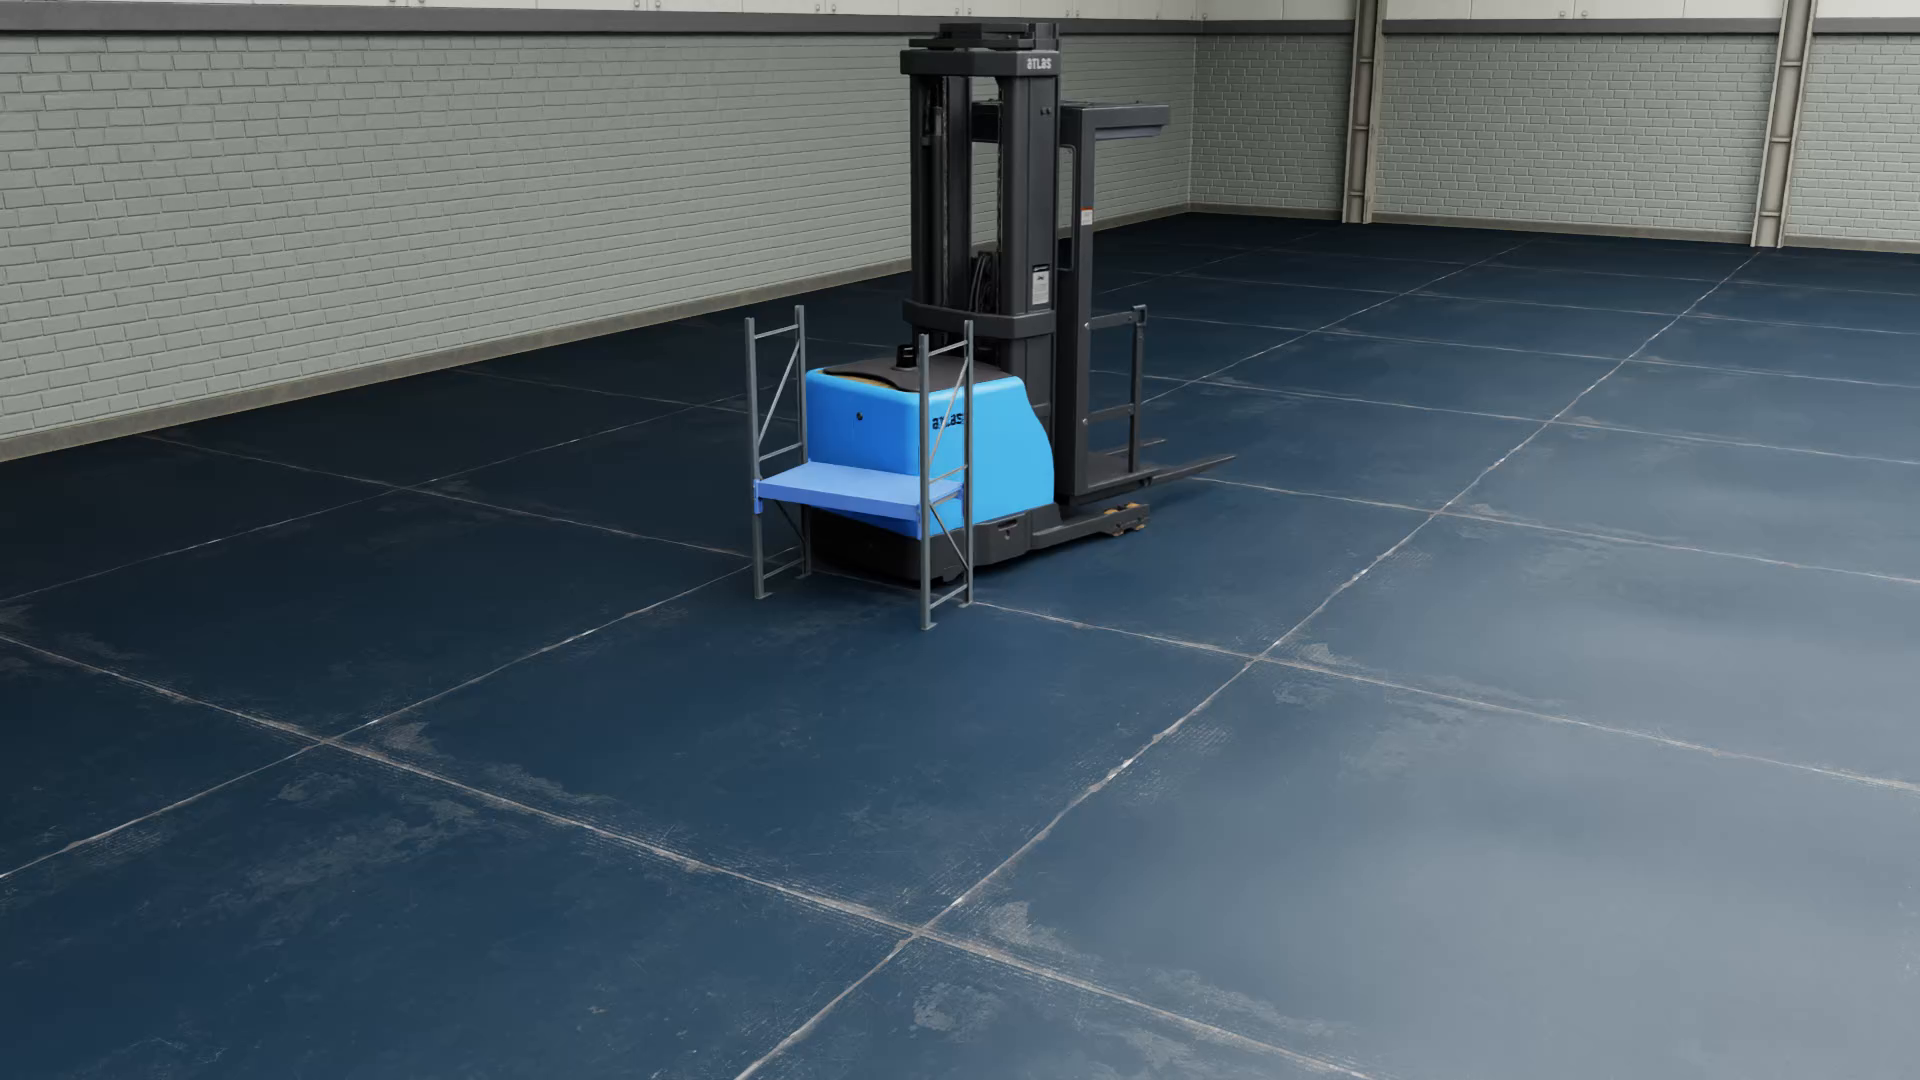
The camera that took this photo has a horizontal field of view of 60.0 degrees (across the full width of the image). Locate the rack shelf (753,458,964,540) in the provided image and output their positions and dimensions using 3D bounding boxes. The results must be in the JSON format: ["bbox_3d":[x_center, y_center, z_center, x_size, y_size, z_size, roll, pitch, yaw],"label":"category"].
[{"bbox_3d":[-0.513,-0.222,8.650,1.000,0.185,0.538,9,19,27],"label":"rack shelf"}]

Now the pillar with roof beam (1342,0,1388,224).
[{"bbox_3d":[4.106,-8.333,21.830,0.400,9.000,9.100,10,20,30],"label":"pillar with roof beam"}]

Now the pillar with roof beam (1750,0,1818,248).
[{"bbox_3d":[9.218,-7.420,18.826,0.400,9.000,9.100,10,20,30],"label":"pillar with roof beam"}]

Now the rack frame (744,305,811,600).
[{"bbox_3d":[-0.960,-0.464,8.829,0.032,1.500,0.500,9,19,27],"label":"rack frame"}]

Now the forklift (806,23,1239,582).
[{"bbox_3d":[0.512,-1.517,9.833,3.031,2.935,1.130,-15,23,-41],"label":"forklift"}]

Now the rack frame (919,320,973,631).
[{"bbox_3d":[-0.066,-0.324,8.366,0.032,1.500,0.500,9,19,27],"label":"rack frame"}]

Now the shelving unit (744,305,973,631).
[{"bbox_3d":[-0.513,-0.394,8.598,1.048,1.500,0.538,9,19,27],"label":"shelving unit"}]
